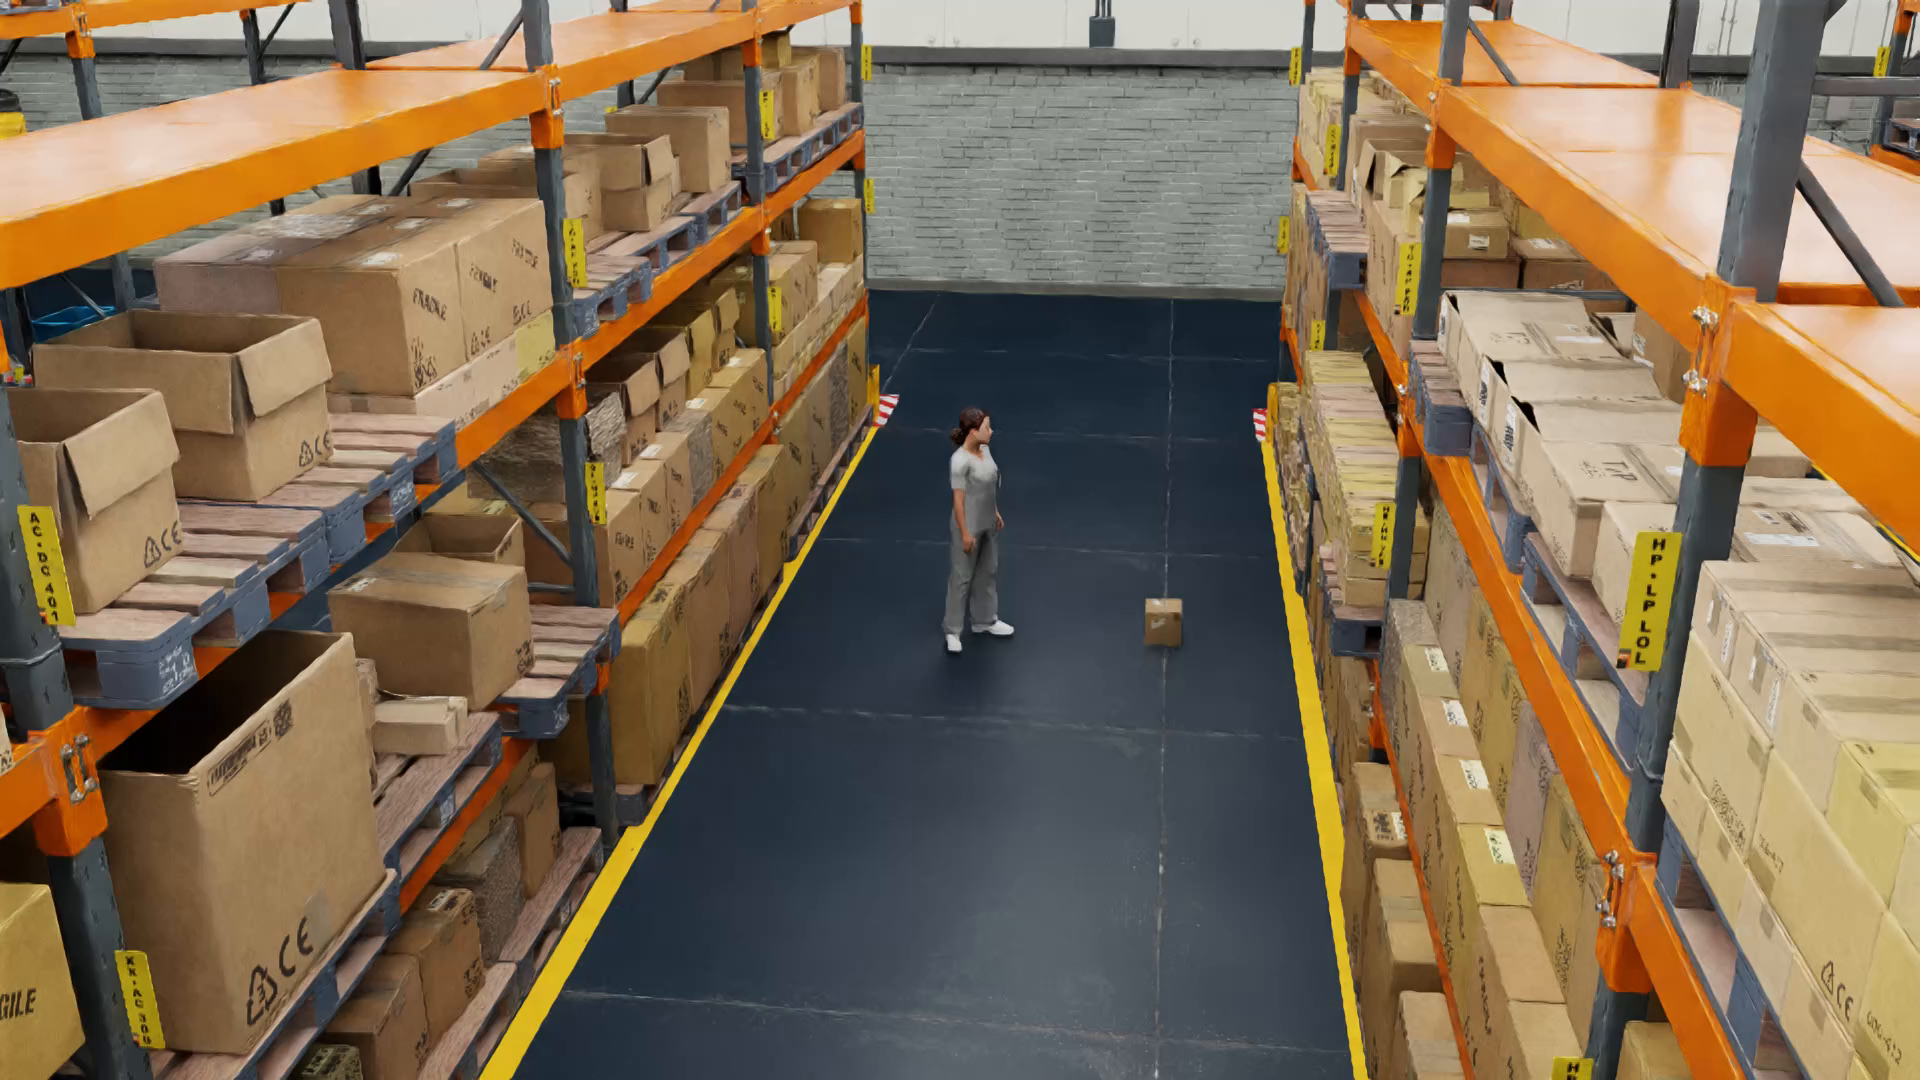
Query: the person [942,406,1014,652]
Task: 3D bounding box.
[{"bbox_3d":[0.099,-0.092,11.254,0.380,1.676,0.564,13,25,31],"label":"person"}]
